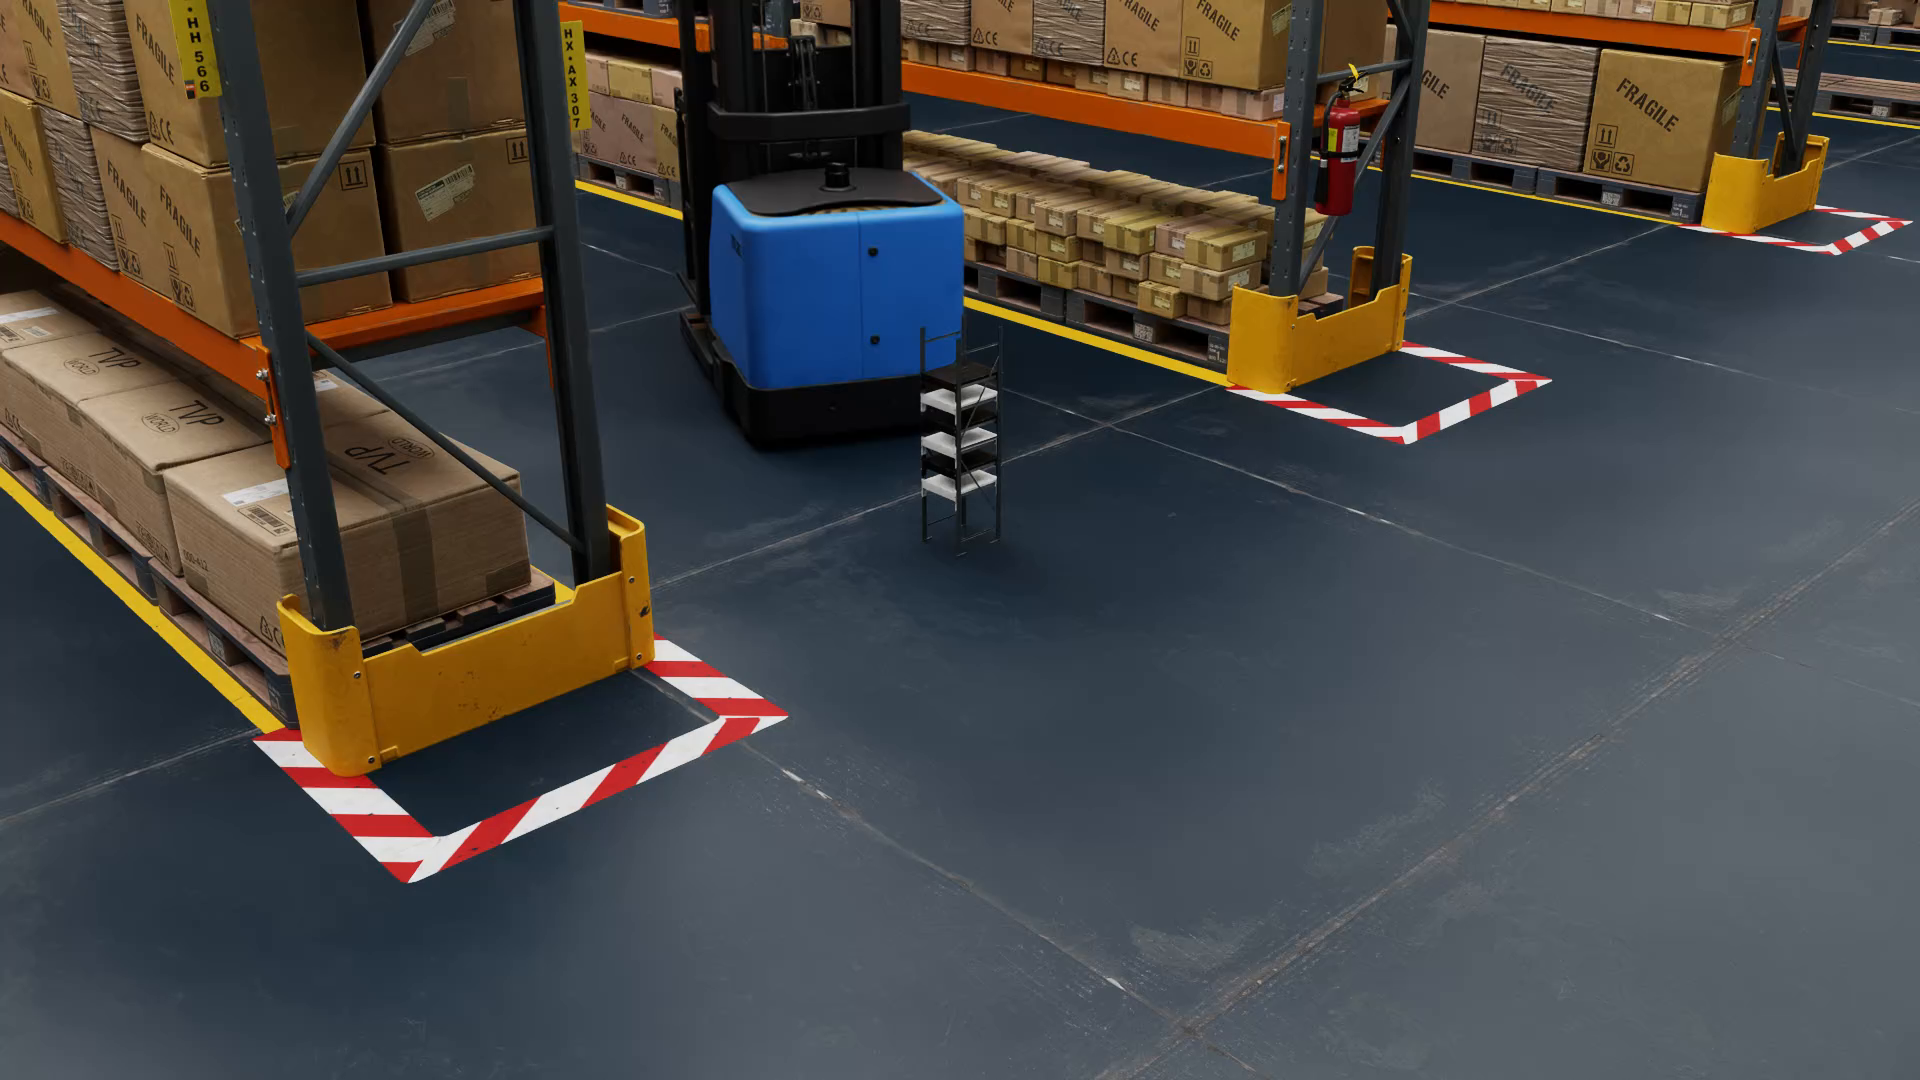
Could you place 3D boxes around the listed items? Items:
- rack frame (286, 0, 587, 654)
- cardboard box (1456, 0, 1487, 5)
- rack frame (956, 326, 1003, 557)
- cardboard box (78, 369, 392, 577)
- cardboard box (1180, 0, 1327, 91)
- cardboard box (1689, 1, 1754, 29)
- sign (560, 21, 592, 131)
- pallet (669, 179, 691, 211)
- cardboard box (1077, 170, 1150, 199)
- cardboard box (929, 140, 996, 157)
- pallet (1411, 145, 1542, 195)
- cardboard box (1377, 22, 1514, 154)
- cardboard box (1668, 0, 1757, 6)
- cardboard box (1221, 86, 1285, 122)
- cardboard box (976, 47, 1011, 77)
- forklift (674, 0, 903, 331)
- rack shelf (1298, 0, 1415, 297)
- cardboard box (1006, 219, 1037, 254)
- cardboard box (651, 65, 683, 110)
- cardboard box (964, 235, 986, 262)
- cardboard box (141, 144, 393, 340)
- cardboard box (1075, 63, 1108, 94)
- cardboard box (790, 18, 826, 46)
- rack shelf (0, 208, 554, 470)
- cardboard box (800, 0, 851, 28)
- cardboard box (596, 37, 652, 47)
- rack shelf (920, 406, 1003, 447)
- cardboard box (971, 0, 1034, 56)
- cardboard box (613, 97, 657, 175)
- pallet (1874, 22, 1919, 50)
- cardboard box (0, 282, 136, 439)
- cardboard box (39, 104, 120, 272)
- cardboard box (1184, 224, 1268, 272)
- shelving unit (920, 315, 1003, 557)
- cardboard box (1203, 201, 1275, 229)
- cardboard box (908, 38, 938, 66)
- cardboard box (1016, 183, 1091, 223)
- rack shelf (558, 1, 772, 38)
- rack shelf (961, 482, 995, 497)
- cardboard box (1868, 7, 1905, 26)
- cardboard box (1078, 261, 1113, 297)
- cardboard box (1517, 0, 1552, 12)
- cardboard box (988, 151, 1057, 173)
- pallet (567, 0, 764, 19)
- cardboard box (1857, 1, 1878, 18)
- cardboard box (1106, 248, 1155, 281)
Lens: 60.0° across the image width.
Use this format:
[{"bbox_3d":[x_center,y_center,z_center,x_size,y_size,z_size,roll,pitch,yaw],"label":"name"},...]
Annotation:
[{"bbox_3d":[-1.607,-0.843,4.984,0.949,2.616,0.053,-21,32,-38],"label":"rack frame"},{"bbox_3d":[3.921,-4.097,12.419,0.380,0.149,0.250,-22,33,-40],"label":"cardboard box"},{"bbox_3d":[0.075,-0.376,6.490,0.240,0.900,0.006,-21,32,-38],"label":"rack frame"},{"bbox_3d":[-2.760,-0.316,6.409,0.875,0.438,0.875,-20,31,-37],"label":"cardboard box"},{"bbox_3d":[1.445,-2.523,8.187,0.500,0.500,0.500,-20,32,-37],"label":"cardboard box"},{"bbox_3d":[5.146,-3.555,11.232,0.274,0.149,0.395,22,32,39],"label":"cardboard box"},{"bbox_3d":[-1.195,-1.429,5.131,0.100,0.325,0.005,-21,32,-38],"label":"sign"},{"bbox_3d":[-1.327,-2.457,11.882,1.003,0.211,1.213,-21,32,-38],"label":"pallet"},{"bbox_3d":[0.916,-2.092,9.933,0.380,0.149,0.250,-21,32,-38],"label":"cardboard box"},{"bbox_3d":[0.018,-2.482,10.788,0.380,0.149,0.250,-22,32,-39],"label":"cardboard box"},{"bbox_3d":[4.196,-2.976,13.019,1.003,0.211,1.213,-21,32,-38],"label":"pallet"},{"bbox_3d":[3.903,-3.596,13.073,0.875,0.875,0.875,-21,32,-38],"label":"cardboard box"},{"bbox_3d":[5.104,-3.794,11.274,0.500,0.250,0.500,-22,32,-39],"label":"cardboard box"},{"bbox_3d":[1.511,-2.183,8.224,0.380,0.149,0.250,-21,32,-38],"label":"cardboard box"},{"bbox_3d":[0.313,-2.744,9.454,0.380,0.149,0.250,-20,31,-37],"label":"cardboard box"},{"bbox_3d":[-3.636,-2.661,6.309,7.407,5.209,9.711,-8,26,-16],"label":"forklift"},{"bbox_3d":[1.942,-2.280,8.133,0.949,2.616,0.053,-21,32,-38],"label":"rack shelf"},{"bbox_3d":[0.489,-1.780,9.609,0.380,0.149,0.250,-19,31,-36],"label":"cardboard box"},{"bbox_3d":[-1.829,-3.199,11.751,0.500,0.250,0.500,-19,31,-36],"label":"cardboard box"},{"bbox_3d":[0.137,-1.802,10.014,0.380,0.149,0.250,-22,33,-40],"label":"cardboard box"},{"bbox_3d":[-2.127,-0.960,5.121,0.500,0.500,0.500,-21,32,-38],"label":"cardboard box"},{"bbox_3d":[0.836,-2.500,8.918,0.250,0.149,0.380,22,33,39],"label":"cardboard box"},{"bbox_3d":[-0.840,-3.198,10.448,0.380,0.149,0.250,-20,31,-37],"label":"cardboard box"},{"bbox_3d":[-2.972,-1.123,6.463,1.077,0.370,4.000,-21,32,-38],"label":"rack shelf"},{"bbox_3d":[-0.640,-3.450,10.219,0.500,0.500,0.500,-22,32,-39],"label":"cardboard box"},{"bbox_3d":[-2.516,-3.815,13.100,0.500,0.250,0.500,-21,32,-38],"label":"cardboard box"},{"bbox_3d":[0.006,-0.459,6.534,0.258,0.077,0.200,-21,32,-38],"label":"rack shelf"},{"bbox_3d":[0.410,-2.985,9.201,0.500,0.500,0.500,-19,31,-36],"label":"cardboard box"},{"bbox_3d":[-2.182,-3.009,12.238,0.500,0.500,0.500,-22,33,-40],"label":"cardboard box"},{"bbox_3d":[11.436,-5.829,19.274,1.003,0.211,1.213,-21,32,-38],"label":"pallet"},{"bbox_3d":[-3.988,-0.860,7.603,0.875,0.438,0.875,-22,32,-39],"label":"cardboard box"},{"bbox_3d":[-2.818,-1.270,5.799,0.500,0.500,0.500,-20,31,-37],"label":"cardboard box"},{"bbox_3d":[1.393,-1.532,8.706,0.380,0.149,0.250,-21,32,-38],"label":"cardboard box"},{"bbox_3d":[-1.090,-4.804,12.405,8.426,4.047,12.137,-21,32,-38],"label":"shelving unit"},{"bbox_3d":[1.553,-1.748,9.180,0.380,0.149,0.250,-21,32,-38],"label":"cardboard box"},{"bbox_3d":[-0.082,-2.896,9.786,0.380,0.149,0.250,-21,32,-38],"label":"cardboard box"},{"bbox_3d":[-3.853,-12.771,23.276,30.398,8.504,18.148,23,33,40],"label":"cardboard box"},{"bbox_3d":[-2.161,-3.858,12.224,0.919,0.124,3.809,-21,32,-38],"label":"rack shelf"},{"bbox_3d":[0.006,-0.226,6.640,0.199,0.015,0.184,-21,32,-38],"label":"rack shelf"},{"bbox_3d":[10.857,-6.140,19.478,0.380,0.166,0.250,-21,32,-38],"label":"cardboard box"},{"bbox_3d":[0.882,-1.498,9.348,0.380,0.149,0.250,-21,32,-38],"label":"cardboard box"},{"bbox_3d":[4.269,-3.943,12.081,0.380,0.149,0.250,-21,32,-38],"label":"cardboard box"},{"bbox_3d":[0.391,-2.325,10.445,0.250,0.149,0.380,22,32,39],"label":"cardboard box"},{"bbox_3d":[-2.145,-4.027,12.195,1.003,0.211,1.213,-21,32,-38],"label":"pallet"},{"bbox_3d":[11.026,-6.391,20.049,0.380,0.149,0.250,-21,32,-38],"label":"cardboard box"},{"bbox_3d":[1.014,-1.544,9.091,0.250,0.149,0.380,22,33,40],"label":"cardboard box"}]
